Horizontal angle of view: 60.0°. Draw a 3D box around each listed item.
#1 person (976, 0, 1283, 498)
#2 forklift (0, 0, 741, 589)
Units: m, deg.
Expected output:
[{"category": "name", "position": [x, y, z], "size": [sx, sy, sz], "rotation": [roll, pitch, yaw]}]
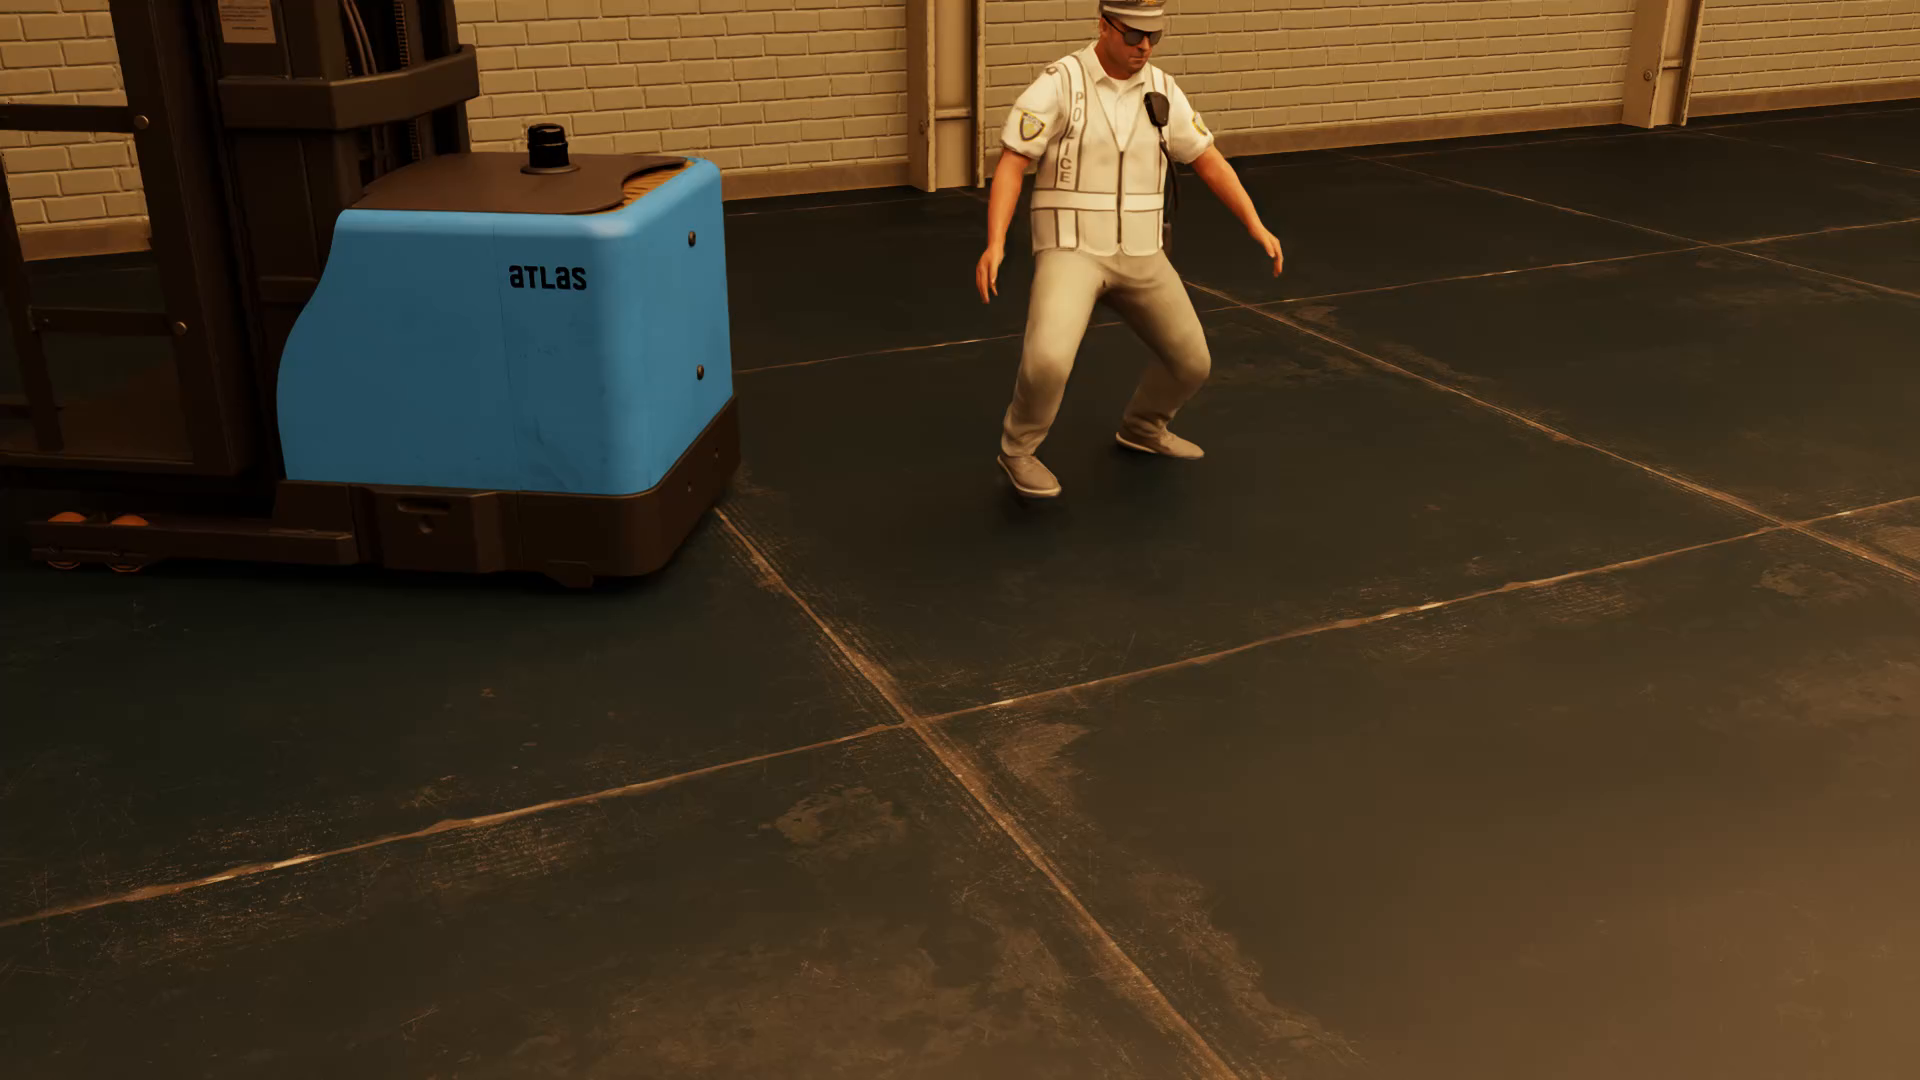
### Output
[{"category": "person", "position": [0.503, -0.934, 5.298], "size": [0.972, 1.634, 0.671], "rotation": [-7, 24, -16]}, {"category": "forklift", "position": [-2.287, -1.454, 4.785], "size": [3.031, 2.935, 1.130], "rotation": [3, 23, 7]}]
